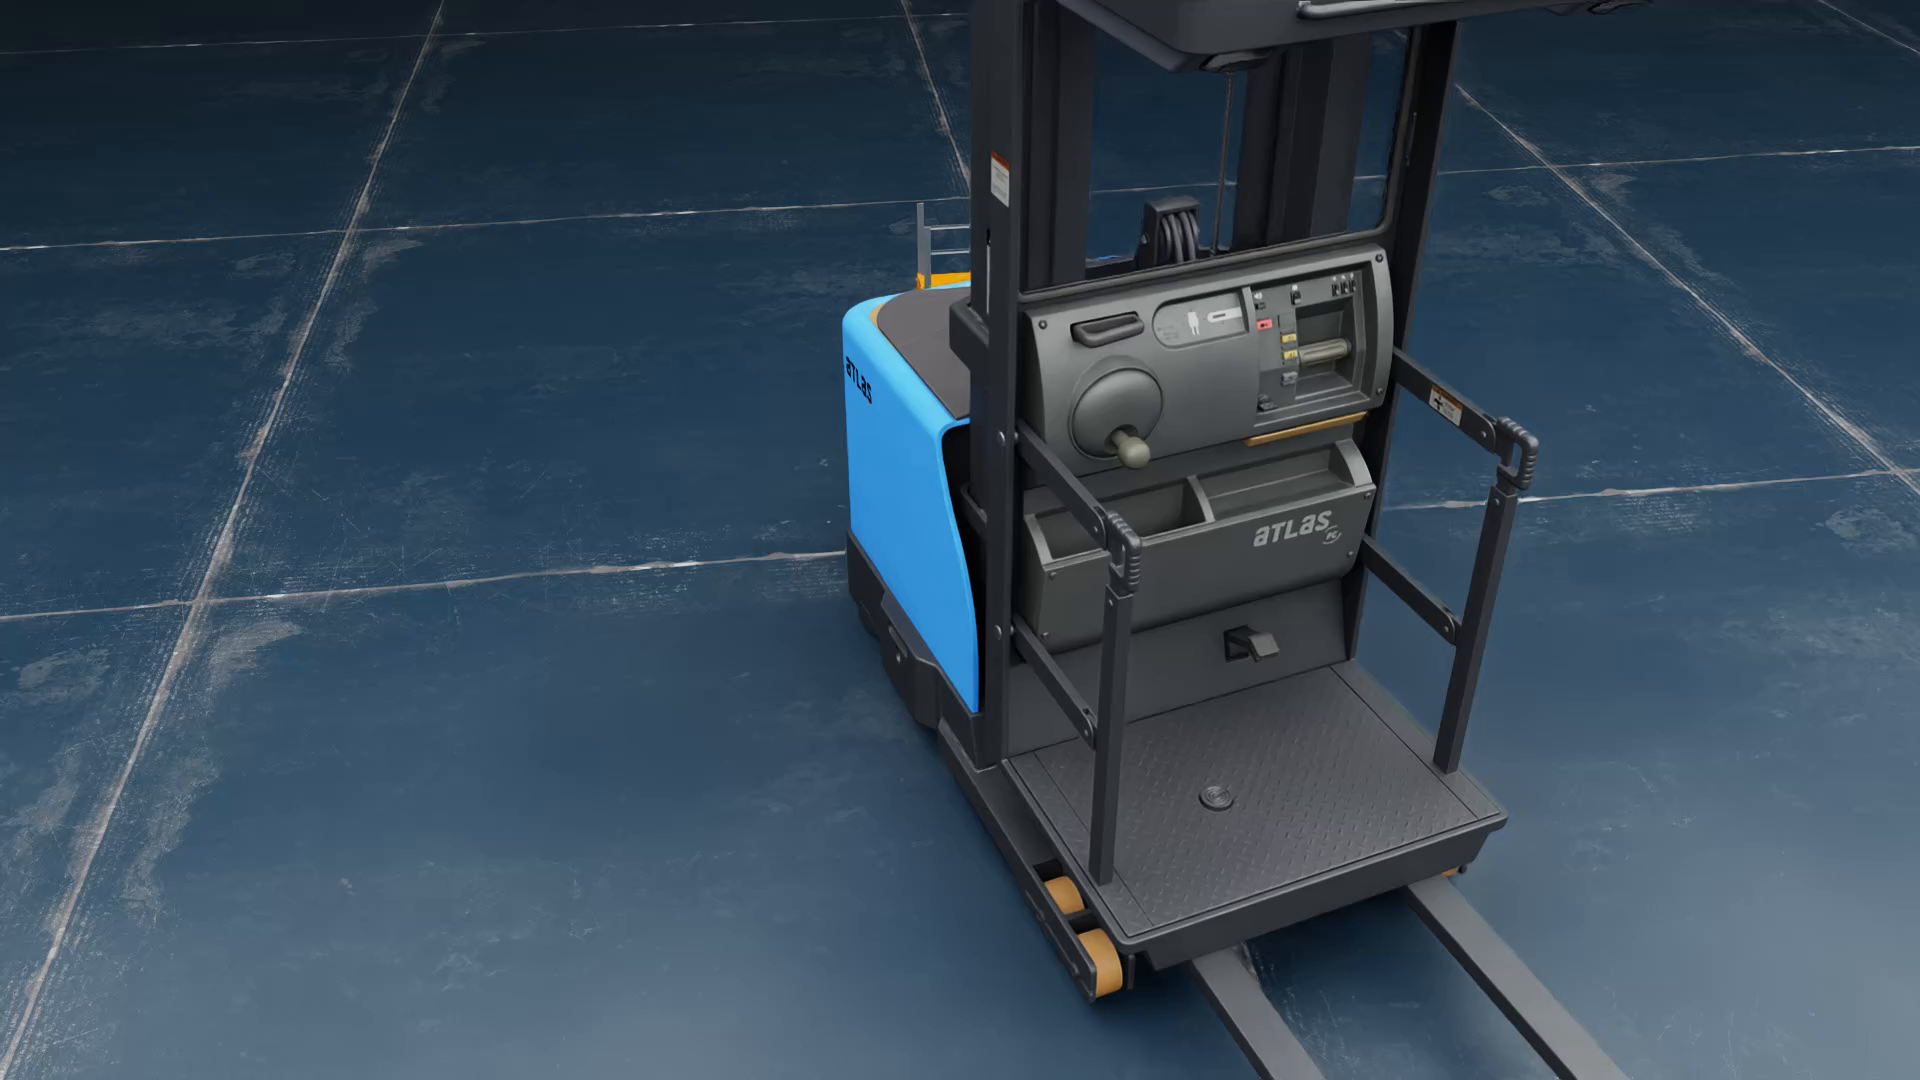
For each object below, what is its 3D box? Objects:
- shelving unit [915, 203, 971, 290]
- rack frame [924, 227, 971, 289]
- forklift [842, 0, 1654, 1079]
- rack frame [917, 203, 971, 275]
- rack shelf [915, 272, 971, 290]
[{"bbox_3d":[-0.002,-0.504,5.424,0.258,1.200,0.189,-4,35,-6],"label":"shelving unit"},{"bbox_3d":[0.010,-0.453,5.349,0.240,1.200,0.006,-4,35,-6],"label":"rack frame"},{"bbox_3d":[0.682,-0.362,3.678,1.130,2.935,3.031,-13,37,-19],"label":"forklift"},{"bbox_3d":[-0.014,-0.555,5.499,0.240,1.200,0.006,-4,35,-6],"label":"rack frame"},{"bbox_3d":[-0.002,-0.765,5.246,0.258,0.103,0.180,-4,35,-6],"label":"rack shelf"}]
